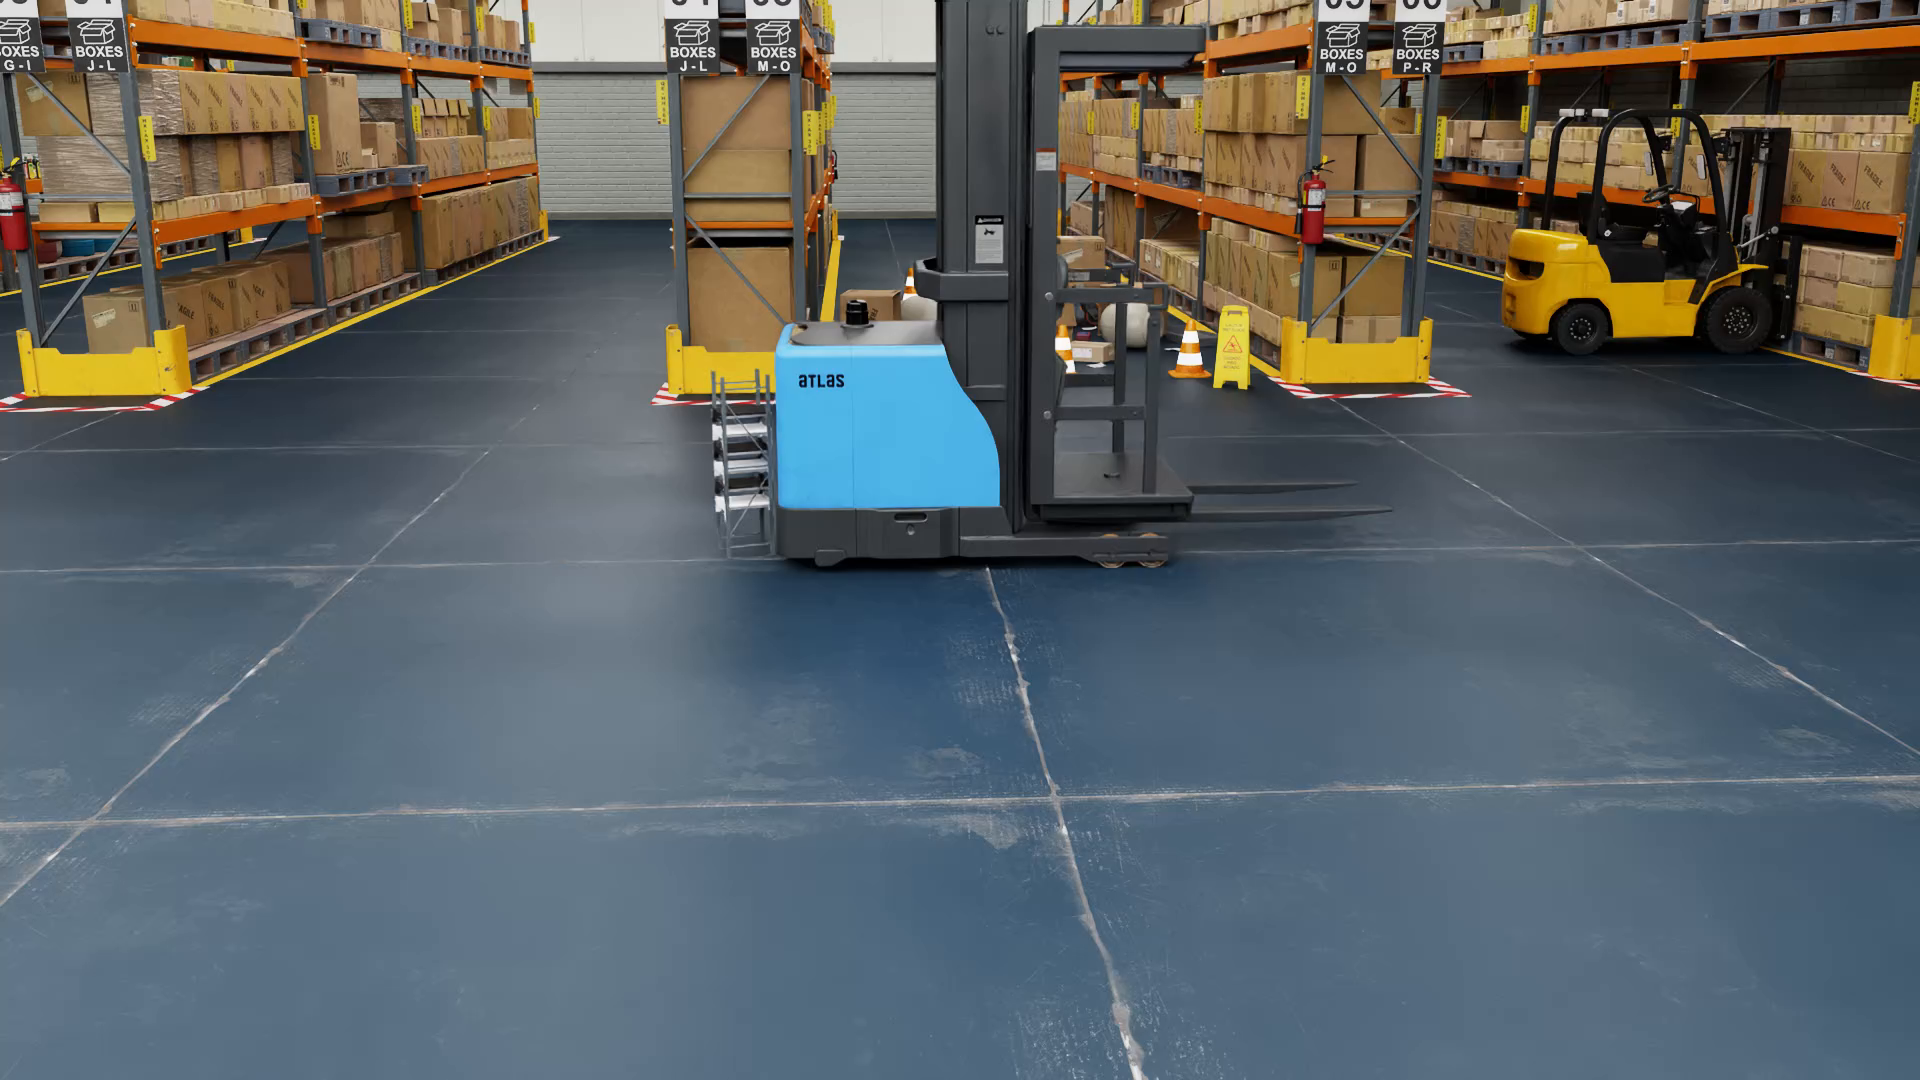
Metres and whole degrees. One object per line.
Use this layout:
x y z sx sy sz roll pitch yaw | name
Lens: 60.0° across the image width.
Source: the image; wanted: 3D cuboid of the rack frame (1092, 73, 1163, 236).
2.489 -5.730 24.778 1.000 3.000 0.127 -1 14 -3 | rack frame

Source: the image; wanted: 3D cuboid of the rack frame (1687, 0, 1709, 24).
7.939 -6.724 16.599 1.000 3.000 0.127 -1 14 -3 | rack frame

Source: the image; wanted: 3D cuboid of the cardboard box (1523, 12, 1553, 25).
7.374 -6.611 21.086 0.380 0.149 0.250 0 14 -2 | cardboard box

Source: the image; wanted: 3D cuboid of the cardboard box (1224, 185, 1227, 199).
2.798 -3.408 16.257 0.380 0.149 0.250 -1 14 -4 | cardboard box

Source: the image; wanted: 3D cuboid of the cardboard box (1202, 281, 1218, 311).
2.752 -2.462 16.749 0.500 0.250 0.500 -2 15 -6 | cardboard box

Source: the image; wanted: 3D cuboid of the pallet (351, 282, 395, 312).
-7.035 -2.735 18.733 1.003 0.211 1.213 -1 14 -3 | pallet

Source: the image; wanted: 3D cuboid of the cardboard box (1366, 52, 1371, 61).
7.002 -8.086 27.618 0.500 0.250 0.500 -1 14 -2 | cardboard box

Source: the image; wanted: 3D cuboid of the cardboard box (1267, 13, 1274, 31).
2.880 -4.480 14.404 0.380 0.149 0.250 -1 14 -5 | cardboard box

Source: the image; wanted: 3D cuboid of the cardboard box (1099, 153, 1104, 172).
2.286 -5.415 23.855 0.500 0.250 0.500 -1 14 -5 | cardboard box

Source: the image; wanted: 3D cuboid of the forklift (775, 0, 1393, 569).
0.611 -1.413 8.135 3.031 2.935 1.130 -1 14 -3 | forklift

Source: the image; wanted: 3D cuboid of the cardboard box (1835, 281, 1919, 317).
7.844 -2.054 14.160 0.500 0.250 0.500 -1 14 -4 | cardboard box

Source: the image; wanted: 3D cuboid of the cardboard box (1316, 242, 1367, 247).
3.397 -2.446 15.185 0.500 0.500 0.500 -1 14 -2 | cardboard box

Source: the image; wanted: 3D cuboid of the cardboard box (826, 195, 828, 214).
-2.147 -4.803 23.844 0.500 0.250 0.500 -1 14 -5 | cardboard box

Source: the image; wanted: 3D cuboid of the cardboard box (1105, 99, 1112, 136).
2.317 -5.898 23.223 0.500 0.500 0.500 -1 14 -5 | cardboard box

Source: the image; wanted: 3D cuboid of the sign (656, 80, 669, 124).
-2.244 -3.315 12.591 0.100 0.325 0.005 -1 14 -3 | sign

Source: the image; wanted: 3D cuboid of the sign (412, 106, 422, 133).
-6.613 -5.116 20.224 0.100 0.325 0.005 -1 14 -3 | sign

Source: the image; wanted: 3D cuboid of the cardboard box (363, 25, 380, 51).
-6.807 -5.600 18.553 0.500 0.250 0.500 0 14 -2 | cardboard box

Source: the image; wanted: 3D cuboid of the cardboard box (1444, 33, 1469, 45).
7.090 -7.120 23.619 0.380 0.149 0.250 -1 14 -3 | cardboard box

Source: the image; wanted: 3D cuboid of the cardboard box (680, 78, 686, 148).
-1.812 -3.468 13.518 0.875 0.550 0.550 -1 14 -3 | cardboard box

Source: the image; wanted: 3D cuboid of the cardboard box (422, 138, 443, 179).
-6.947 -4.884 21.289 0.500 0.500 0.500 -1 14 -5 | cardboard box

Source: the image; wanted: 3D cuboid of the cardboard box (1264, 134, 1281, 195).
2.897 -3.194 14.122 0.500 0.500 0.500 -1 14 -3 | cardboard box

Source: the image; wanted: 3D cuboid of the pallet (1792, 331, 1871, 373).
8.097 -1.663 14.564 1.003 0.211 1.213 -1 14 -3 | pallet

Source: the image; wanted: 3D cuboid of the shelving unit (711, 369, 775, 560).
-1.066 -0.375 8.174 0.258 0.900 0.210 -5 15 -20 | shelving unit

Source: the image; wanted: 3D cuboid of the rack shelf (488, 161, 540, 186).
-7.526 -5.726 26.206 1.077 0.370 4.000 -1 14 -3 | rack shelf

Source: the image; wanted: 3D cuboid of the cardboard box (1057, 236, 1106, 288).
1.210 -2.862 17.126 0.500 0.500 0.500 -1 14 -3 | cardboard box

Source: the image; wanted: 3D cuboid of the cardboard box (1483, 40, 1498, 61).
7.354 -6.566 22.309 0.500 0.250 0.500 -1 14 -3 | cardboard box

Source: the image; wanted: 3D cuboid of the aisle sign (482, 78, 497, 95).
-7.954 -7.844 27.777 0.394 0.787 0.004 -1 14 -3 | aisle sign

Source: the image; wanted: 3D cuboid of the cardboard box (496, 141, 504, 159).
-7.196 -5.893 25.116 0.500 0.250 0.500 -1 14 -4 | cardboard box

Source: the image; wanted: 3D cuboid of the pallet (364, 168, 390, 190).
-6.991 -3.998 18.430 1.003 0.211 1.213 -1 14 -3 | pallet

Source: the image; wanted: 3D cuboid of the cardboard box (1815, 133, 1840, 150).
7.817 -3.524 14.700 0.380 0.149 0.250 -1 14 -5 | cardboard box

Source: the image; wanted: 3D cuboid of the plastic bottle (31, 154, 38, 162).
-12.488 -5.092 22.545 0.152 0.276 0.135 -1 14 -3 | plastic bottle

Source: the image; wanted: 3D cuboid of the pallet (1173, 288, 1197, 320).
2.935 -2.584 18.145 1.003 0.211 1.213 -1 14 -3 | pallet

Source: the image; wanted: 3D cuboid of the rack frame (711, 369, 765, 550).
-1.102 -0.398 8.267 0.240 0.900 0.006 -5 15 -20 | rack frame

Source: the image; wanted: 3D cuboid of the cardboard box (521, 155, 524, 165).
-7.234 -6.113 26.769 0.380 0.149 0.250 -1 14 -5 | cardboard box

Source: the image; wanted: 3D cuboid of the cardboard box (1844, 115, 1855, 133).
7.923 -3.604 14.416 0.380 0.149 0.250 -1 14 -3 | cardboard box

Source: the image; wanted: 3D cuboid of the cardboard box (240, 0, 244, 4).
-6.585 -4.822 14.729 0.380 0.149 0.250 0 14 -1 | cardboard box

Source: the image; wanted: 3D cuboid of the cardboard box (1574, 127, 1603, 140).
7.550 -4.835 19.796 0.380 0.149 0.250 -1 14 -3 | cardboard box

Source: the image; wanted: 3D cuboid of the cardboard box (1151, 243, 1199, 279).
2.816 -3.342 19.927 0.950 0.372 0.625 -1 14 -5 | cardboard box

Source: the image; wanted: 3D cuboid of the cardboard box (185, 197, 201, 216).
-6.471 -2.733 13.631 0.380 0.149 0.250 -1 14 -3 | cardboard box

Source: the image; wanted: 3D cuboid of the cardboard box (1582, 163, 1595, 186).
7.570 -4.244 19.303 0.500 0.250 0.500 0 14 -2 | cardboard box

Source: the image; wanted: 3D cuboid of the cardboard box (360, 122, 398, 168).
-6.946 -4.563 19.199 0.700 0.500 0.500 1 14 5 | cardboard box

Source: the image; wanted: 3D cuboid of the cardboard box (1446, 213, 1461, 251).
7.318 -4.420 23.861 0.500 0.500 0.500 -1 14 -5 | cardboard box

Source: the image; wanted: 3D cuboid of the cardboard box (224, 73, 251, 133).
-6.514 -3.784 14.408 0.500 0.500 0.500 -1 14 -3 | cardboard box

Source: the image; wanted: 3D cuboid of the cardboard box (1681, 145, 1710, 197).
7.705 -3.752 16.890 0.500 0.500 0.500 -1 14 -5 | cardboard box

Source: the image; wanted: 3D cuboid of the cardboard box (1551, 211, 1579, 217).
7.969 -4.255 21.914 0.380 0.149 0.250 0 14 -1 | cardboard box

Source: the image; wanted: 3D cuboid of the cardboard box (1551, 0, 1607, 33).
7.492 -6.382 20.047 0.500 0.500 0.500 -1 14 -3 | cardboard box

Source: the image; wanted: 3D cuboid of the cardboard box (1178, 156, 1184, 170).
2.607 -4.139 18.254 0.380 0.149 0.250 -1 14 -3 | cardboard box

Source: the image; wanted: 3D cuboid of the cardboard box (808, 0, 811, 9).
-1.575 -5.009 15.417 0.380 0.149 0.250 -1 14 -3 | cardboard box

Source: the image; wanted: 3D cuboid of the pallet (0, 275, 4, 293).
-12.088 -2.962 19.616 1.003 0.211 1.213 -1 14 -3 | pallet

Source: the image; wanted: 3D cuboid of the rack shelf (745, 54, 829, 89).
-2.321 -6.236 22.166 1.077 0.370 4.000 -1 14 -3 | rack shelf

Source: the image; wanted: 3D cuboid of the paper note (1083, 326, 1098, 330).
1.315 -2.145 16.800 0.148 0.019 0.142 -1 14 -3 | paper note

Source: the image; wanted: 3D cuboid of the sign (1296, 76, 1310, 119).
2.677 -3.456 12.981 0.100 0.325 0.005 -1 14 -3 | sign

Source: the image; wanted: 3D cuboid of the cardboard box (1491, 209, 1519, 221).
7.387 -4.372 22.373 0.380 0.149 0.250 -1 14 -5 | cardboard box

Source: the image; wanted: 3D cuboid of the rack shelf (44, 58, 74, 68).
-12.222 -6.108 21.669 1.077 0.370 4.000 -1 14 -3 | rack shelf
